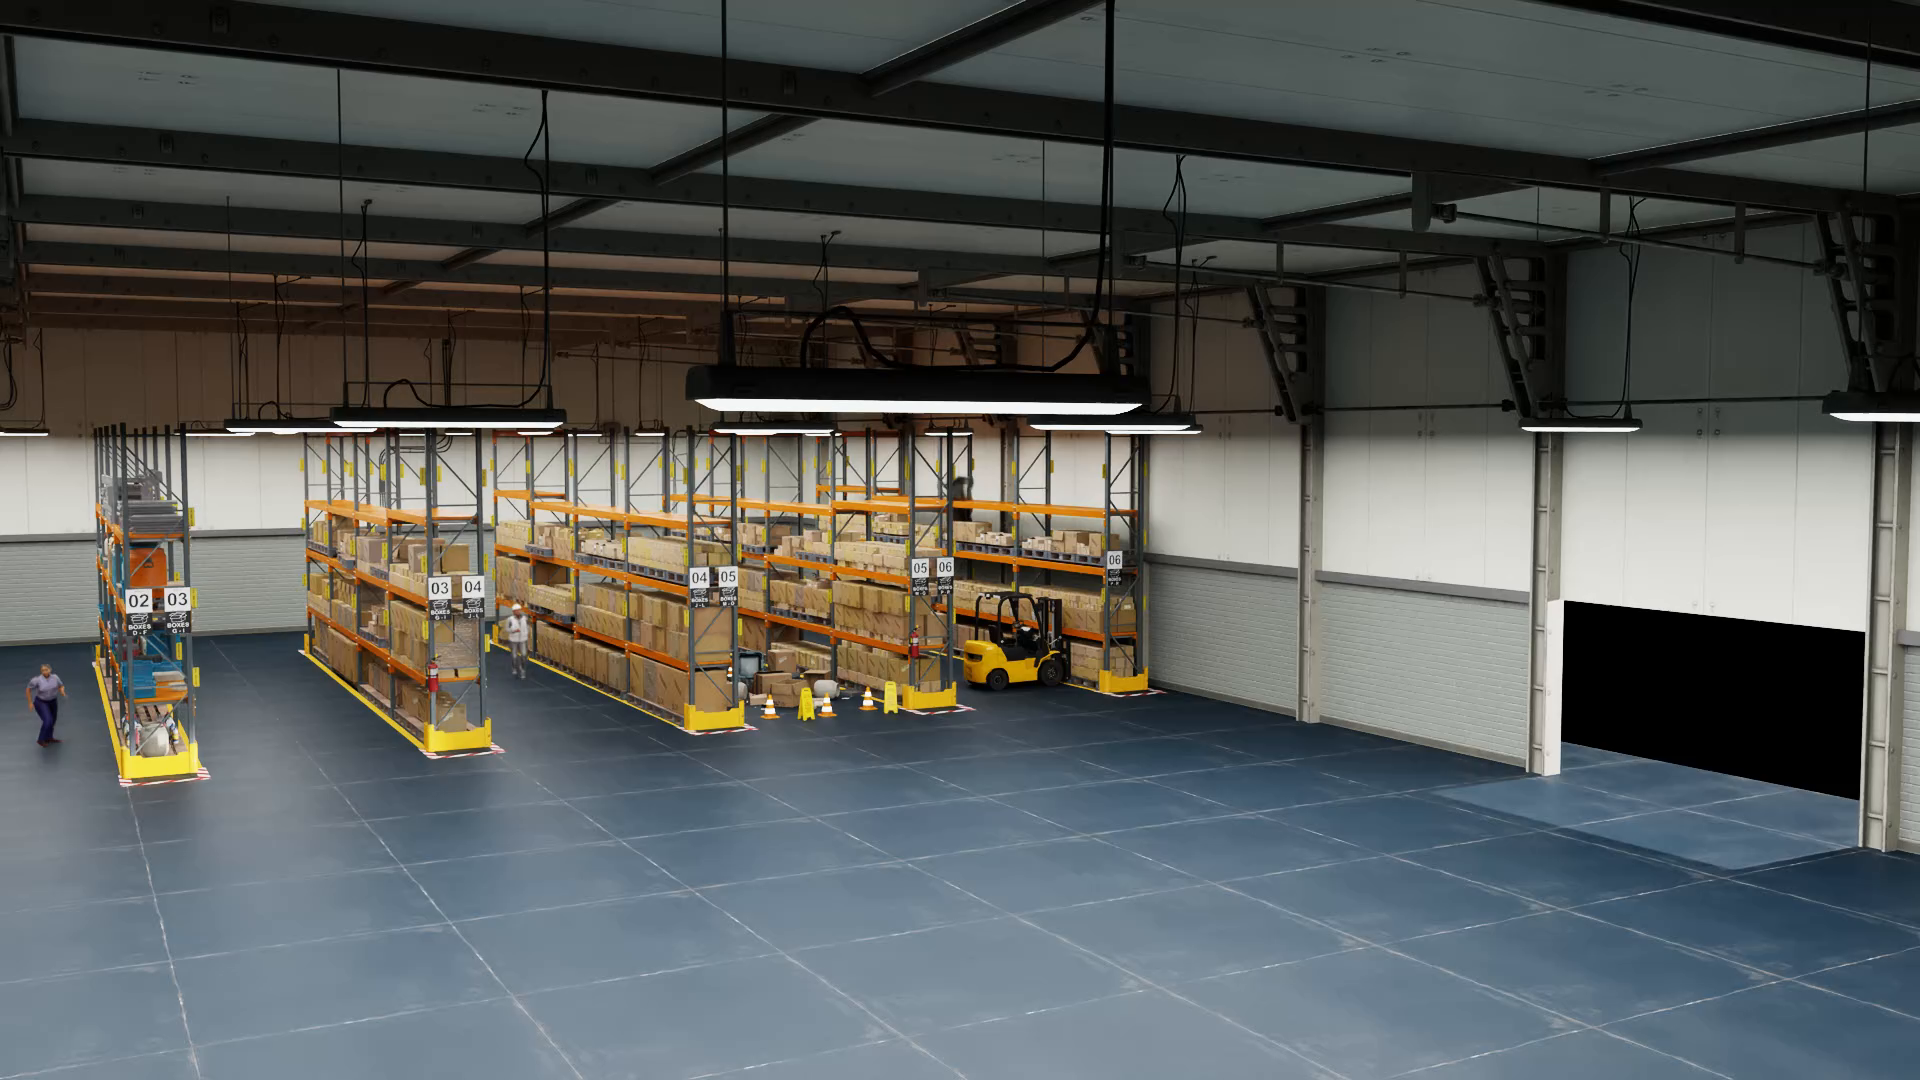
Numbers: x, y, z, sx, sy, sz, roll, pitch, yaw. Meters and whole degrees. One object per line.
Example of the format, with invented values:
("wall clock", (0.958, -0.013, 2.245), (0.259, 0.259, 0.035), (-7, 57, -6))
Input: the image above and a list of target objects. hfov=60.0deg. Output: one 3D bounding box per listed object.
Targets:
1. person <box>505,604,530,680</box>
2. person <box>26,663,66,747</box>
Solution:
("person", (-10.577, 2.434, 39.785), (0.594, 1.825, 0.833), (-1, 4, -22))
("person", (-17.020, 3.099, 31.092), (0.781, 1.606, 0.625), (1, 4, 21))
